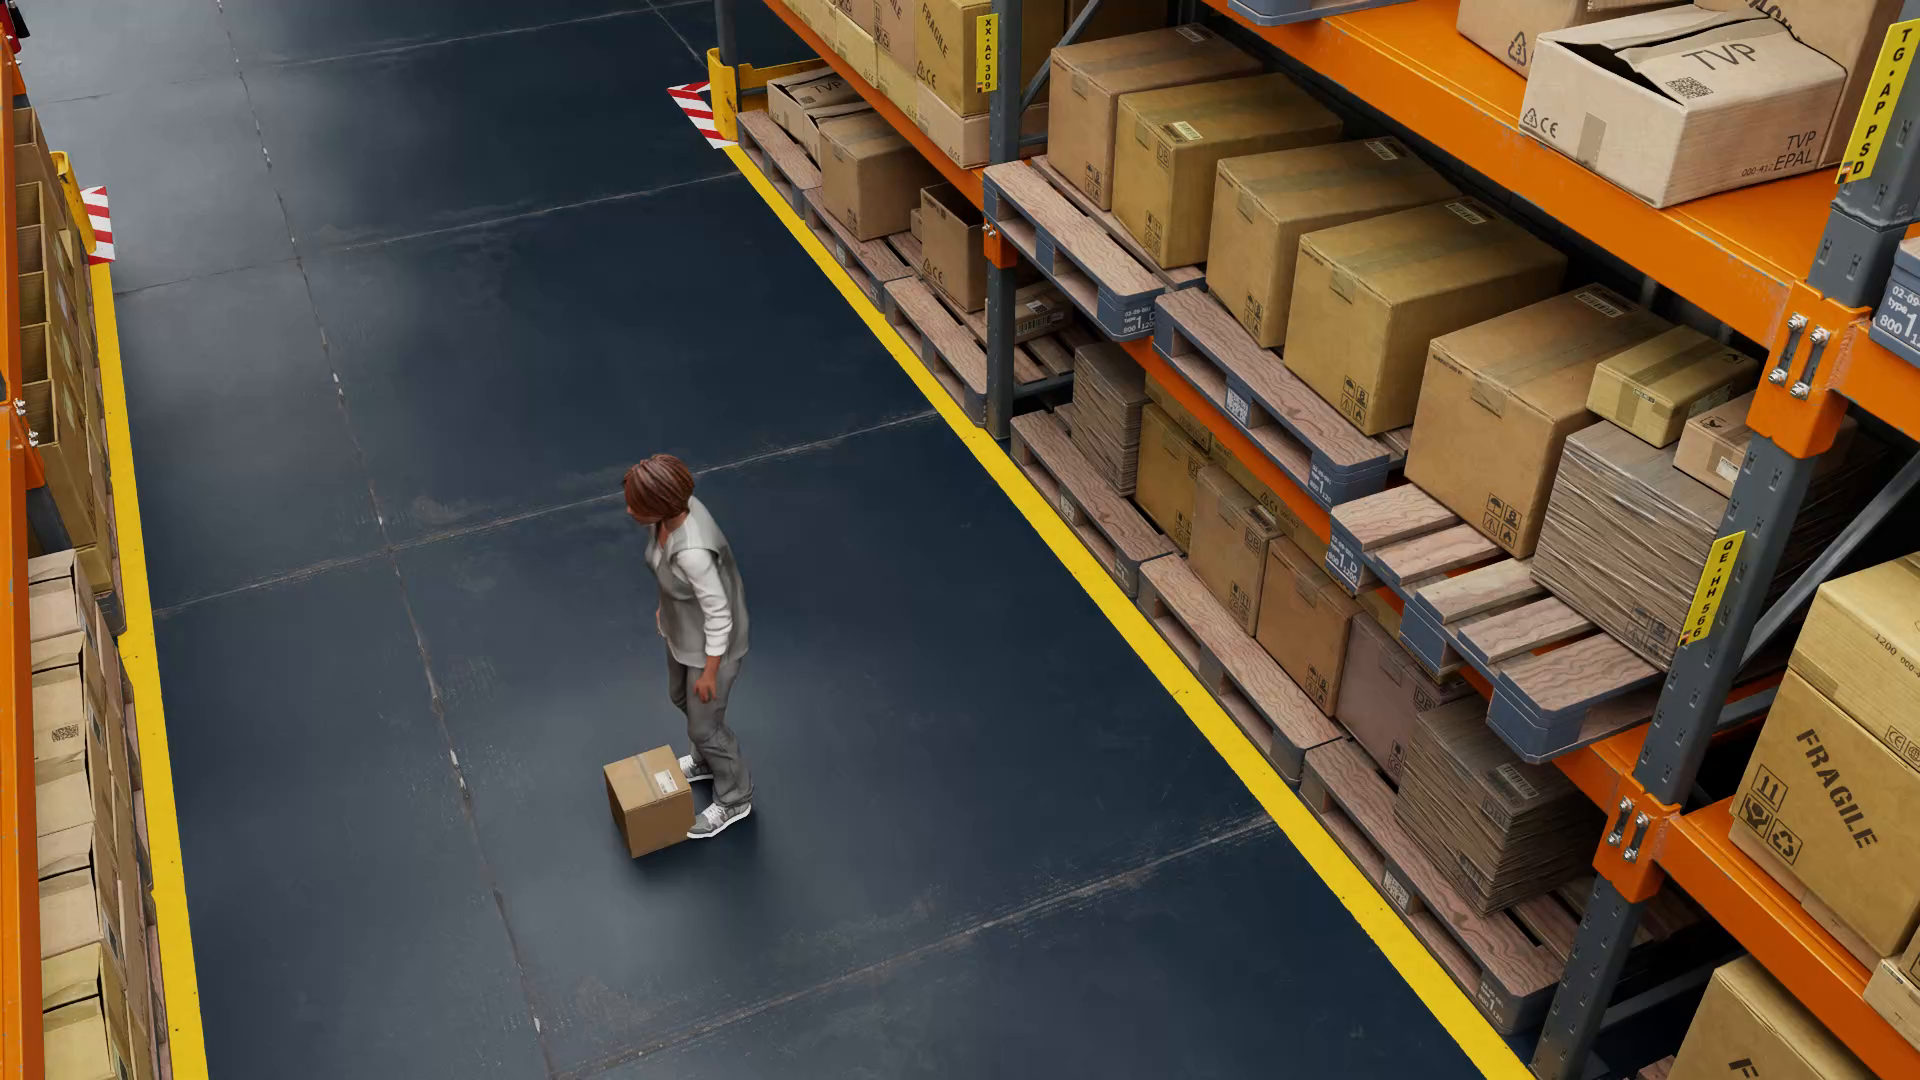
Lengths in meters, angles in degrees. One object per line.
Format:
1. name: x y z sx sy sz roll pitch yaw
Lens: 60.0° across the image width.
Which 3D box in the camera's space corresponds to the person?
1. person: -0.908 0.350 5.708 0.347 1.593 0.477 -17 41 -21
